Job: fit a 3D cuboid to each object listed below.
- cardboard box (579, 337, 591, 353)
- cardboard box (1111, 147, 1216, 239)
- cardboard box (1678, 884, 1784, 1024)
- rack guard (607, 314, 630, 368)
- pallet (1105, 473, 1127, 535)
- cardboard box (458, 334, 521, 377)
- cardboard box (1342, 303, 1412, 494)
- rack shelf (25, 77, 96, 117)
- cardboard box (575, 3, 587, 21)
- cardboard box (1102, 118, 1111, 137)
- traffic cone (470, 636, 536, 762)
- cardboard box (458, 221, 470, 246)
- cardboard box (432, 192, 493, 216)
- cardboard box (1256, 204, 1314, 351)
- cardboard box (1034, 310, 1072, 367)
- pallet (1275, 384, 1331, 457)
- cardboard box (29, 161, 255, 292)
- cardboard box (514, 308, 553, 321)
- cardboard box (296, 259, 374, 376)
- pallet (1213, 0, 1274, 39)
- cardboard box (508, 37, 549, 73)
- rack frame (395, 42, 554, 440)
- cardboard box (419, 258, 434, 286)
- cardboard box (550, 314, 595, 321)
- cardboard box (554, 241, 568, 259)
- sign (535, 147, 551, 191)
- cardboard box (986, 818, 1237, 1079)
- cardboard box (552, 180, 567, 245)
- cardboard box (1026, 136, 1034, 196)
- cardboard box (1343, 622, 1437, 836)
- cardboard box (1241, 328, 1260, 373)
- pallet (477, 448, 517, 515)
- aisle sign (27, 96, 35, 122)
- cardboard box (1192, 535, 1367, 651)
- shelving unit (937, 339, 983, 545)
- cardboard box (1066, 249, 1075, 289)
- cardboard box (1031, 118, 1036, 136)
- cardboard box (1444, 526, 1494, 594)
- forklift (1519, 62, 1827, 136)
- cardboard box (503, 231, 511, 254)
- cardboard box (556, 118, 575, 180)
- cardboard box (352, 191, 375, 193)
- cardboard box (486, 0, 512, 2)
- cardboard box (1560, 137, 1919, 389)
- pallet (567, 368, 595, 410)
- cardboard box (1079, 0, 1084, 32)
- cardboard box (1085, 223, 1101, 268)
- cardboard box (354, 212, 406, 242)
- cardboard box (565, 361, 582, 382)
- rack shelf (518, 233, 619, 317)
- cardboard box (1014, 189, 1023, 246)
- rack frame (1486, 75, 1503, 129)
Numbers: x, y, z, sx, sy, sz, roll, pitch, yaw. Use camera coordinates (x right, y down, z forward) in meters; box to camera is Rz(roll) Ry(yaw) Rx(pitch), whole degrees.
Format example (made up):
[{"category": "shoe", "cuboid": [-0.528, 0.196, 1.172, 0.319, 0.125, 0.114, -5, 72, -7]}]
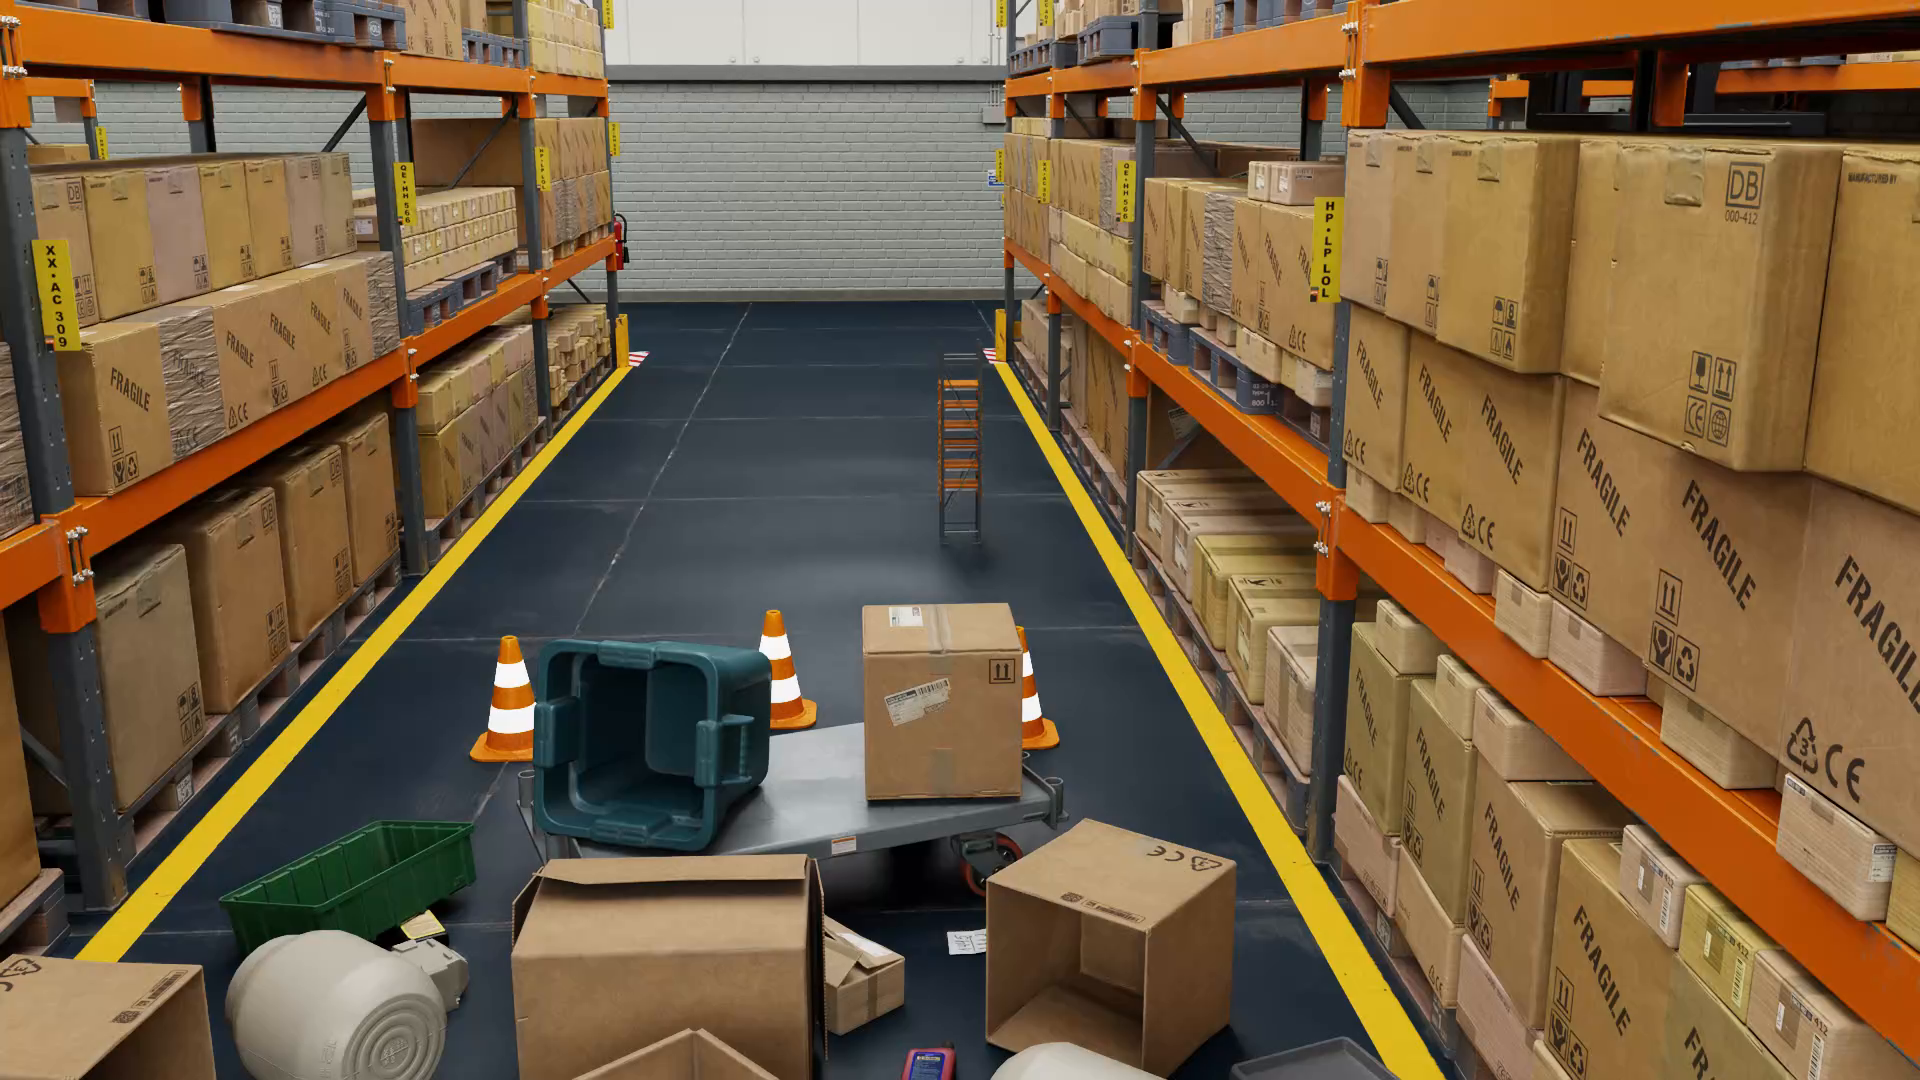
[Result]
[{"category": "cardboard box", "cuboid": [-3.576, -1.759, 15.124, 0.380, 0.149, 0.250, 0, 14, -1]}, {"category": "cardboard box", "cuboid": [1.167, -2.010, 9.611, 0.500, 0.500, 0.500, -1, 14, -5]}, {"category": "cardboard box", "cuboid": [1.544, 0.740, 3.000, 0.380, 0.149, 0.250, -1, 14, -3]}, {"category": "rack guard", "cuboid": [-3.965, -2.011, 16.840, 1.175, 0.500, 0.348, -1, 14, -3]}, {"category": "pallet", "cuboid": [1.487, -0.200, 10.378, 1.003, 0.211, 1.213, -1, 14, -3]}, {"category": "cardboard box", "cuboid": [-3.405, -1.293, 11.699, 0.500, 0.250, 0.500, 0, 14, -1]}, {"category": "cardboard box", "cuboid": [1.457, -0.437, 4.906, 0.500, 0.500, 0.500, -1, 14, -4]}, {"category": "rack shelf", "cuboid": [-8.802, -3.796, 14.185, 1.077, 0.370, 4.000, -1, 14, -3]}, {"category": "cardboard box", "cuboid": [-3.597, -4.787, 15.090, 0.380, 0.149, 0.250, -1, 14, -3]}, {"category": "cardboard box", "cuboid": [1.362, -3.403, 13.725, 0.380, 0.149, 0.250, -1, 14, -4]}, {"category": "traffic cone", "cuboid": [-1.802, 0.615, 6.706, 0.336, 0.463, 0.334, -1, 14, -3]}, {"category": "cardboard box", "cuboid": [-3.405, -1.988, 10.796, 0.380, 0.149, 0.250, 0, 14, -1]}, {"category": "cardboard box", "cuboid": [-3.454, -2.323, 11.501, 0.380, 0.149, 0.250, -1, 14, -4]}, {"category": "cardboard box", "cuboid": [1.419, -0.988, 6.208, 0.500, 0.500, 0.500, -1, 14, -3]}, {"category": "cardboard box", "cuboid": [1.171, -1.915, 15.748, 0.875, 0.438, 0.875, 0, 14, -2]}, {"category": "pallet", "cuboid": [1.806, -0.457, 6.169, 1.003, 0.211, 1.213, -1, 14, -3]}, {"category": "cardboard box", "cuboid": [-3.357, -1.292, 6.819, 0.700, 0.500, 0.500, -1, 14, -4]}, {"category": "cardboard box", "cuboid": [-4.139, -2.149, 16.045, 0.380, 0.149, 0.250, -1, 14, -2]}, {"category": "cardboard box", "cuboid": [-3.148, -1.068, 7.956, 0.500, 0.500, 0.500, -1, 14, -3]}, {"category": "pallet", "cuboid": [1.709, -2.133, 6.653, 1.213, 0.211, 1.003, -1, 14, -3]}, {"category": "cardboard box", "cuboid": [-3.487, -3.745, 12.844, 0.500, 0.250, 0.500, 0, 14, -1]}, {"category": "rack frame", "cuboid": [-3.722, -2.246, 12.736, 1.000, 3.000, 0.127, -1, 14, -3]}, {"category": "cardboard box", "cuboid": [-3.334, -1.581, 9.813, 0.380, 0.149, 0.250, 0, 14, -1]}, {"category": "cardboard box", "cuboid": [-3.630, -2.033, 15.591, 0.380, 0.149, 0.250, -1, 15, -6]}, {"category": "cardboard box", "cuboid": [-3.533, -2.460, 14.071, 0.380, 0.149, 0.250, -1, 14, -2]}, {"category": "sign", "cuboid": [-3.168, -2.816, 12.628, 0.100, 0.325, 0.005, -1, 14, -3]}, {"category": "cardboard box", "cuboid": [0.417, 1.139, 4.591, 0.500, 0.500, 0.500, 10, 18, 35]}, {"category": "cardboard box", "cuboid": [-3.539, -2.688, 13.658, 0.500, 0.500, 0.500, -1, 14, -3]}, {"category": "cardboard box", "cuboid": [0.844, -3.246, 14.415, 0.500, 0.500, 0.500, -1, 14, -3]}, {"category": "cardboard box", "cuboid": [1.475, 0.558, 5.008, 0.500, 0.500, 0.500, 0, 14, -1]}, {"category": "cardboard box", "cuboid": [1.331, -0.756, 6.606, 0.380, 0.149, 0.250, -1, 14, -3]}, {"category": "pallet", "cuboid": [-3.593, -0.398, 11.149, 1.003, 0.211, 1.213, -1, 14, -3]}, {"category": "aisle sign", "cuboid": [-9.230, -4.462, 16.130, 0.394, 0.787, 0.004, -1, 14, -3]}, {"category": "cardboard box", "cuboid": [1.581, 0.229, 7.546, 0.950, 0.372, 0.625, 0, 14, -2]}, {"category": "shelving unit", "cuboid": [0.001, -0.577, 9.863, 0.258, 1.200, 0.189, -1, 14, -3]}, {"category": "cardboard box", "cuboid": [1.026, -1.905, 11.712, 0.500, 0.250, 0.500, -1, 14, -4]}, {"category": "cardboard box", "cuboid": [0.830, -3.646, 14.667, 0.380, 0.149, 0.250, -1, 14, -3]}, {"category": "cardboard box", "cuboid": [1.502, 0.037, 4.368, 0.380, 0.149, 0.250, 0, 14, -2]}, {"category": "forklift", "cuboid": [3.457, -1.084, 8.358, 1.130, 2.935, 3.031, -1, 14, -5]}, {"category": "cardboard box", "cuboid": [-3.483, -2.167, 12.092, 0.380, 0.149, 0.250, -1, 14, -3]}, {"category": "cardboard box", "cuboid": [-3.554, -3.293, 14.002, 0.500, 0.500, 0.500, -1, 14, -3]}, {"category": "cardboard box", "cuboid": [-4.120, -2.378, 11.715, 0.380, 0.149, 0.250, -1, 14, -3]}, {"category": "cardboard box", "cuboid": [-3.498, -4.137, 12.565, 0.380, 0.149, 0.250, -1, 14, -4]}, {"category": "cardboard box", "cuboid": [1.656, -0.541, 3.305, 0.700, 0.500, 0.500, -1, 14, -4]}, {"category": "pallet", "cuboid": [-3.877, -1.366, 14.912, 1.003, 0.211, 1.213, -1, 14, -3]}, {"category": "cardboard box", "cuboid": [0.976, -3.479, 10.934, 0.396, 0.266, 0.258, 0, 14, 1]}, {"category": "cardboard box", "cuboid": [1.089, -1.893, 10.662, 0.500, 0.250, 0.500, -1, 14, -5]}, {"category": "cardboard box", "cuboid": [-3.309, -1.740, 9.237, 0.380, 0.149, 0.250, -1, 14, -3]}, {"category": "cardboard box", "cuboid": [-3.544, -1.486, 14.662, 0.380, 0.149, 0.250, -1, 14, -5]}, {"category": "rack shelf", "cuboid": [-3.846, -2.395, 14.759, 1.077, 0.370, 4.000, -1, 14, -3]}, {"category": "cardboard box", "cuboid": [0.781, -3.015, 15.523, 0.500, 0.500, 0.500, -1, 14, -4]}, {"category": "rack frame", "cuboid": [5.919, -3.420, 17.298, 1.000, 3.000, 0.127, -1, 14, -3]}]
